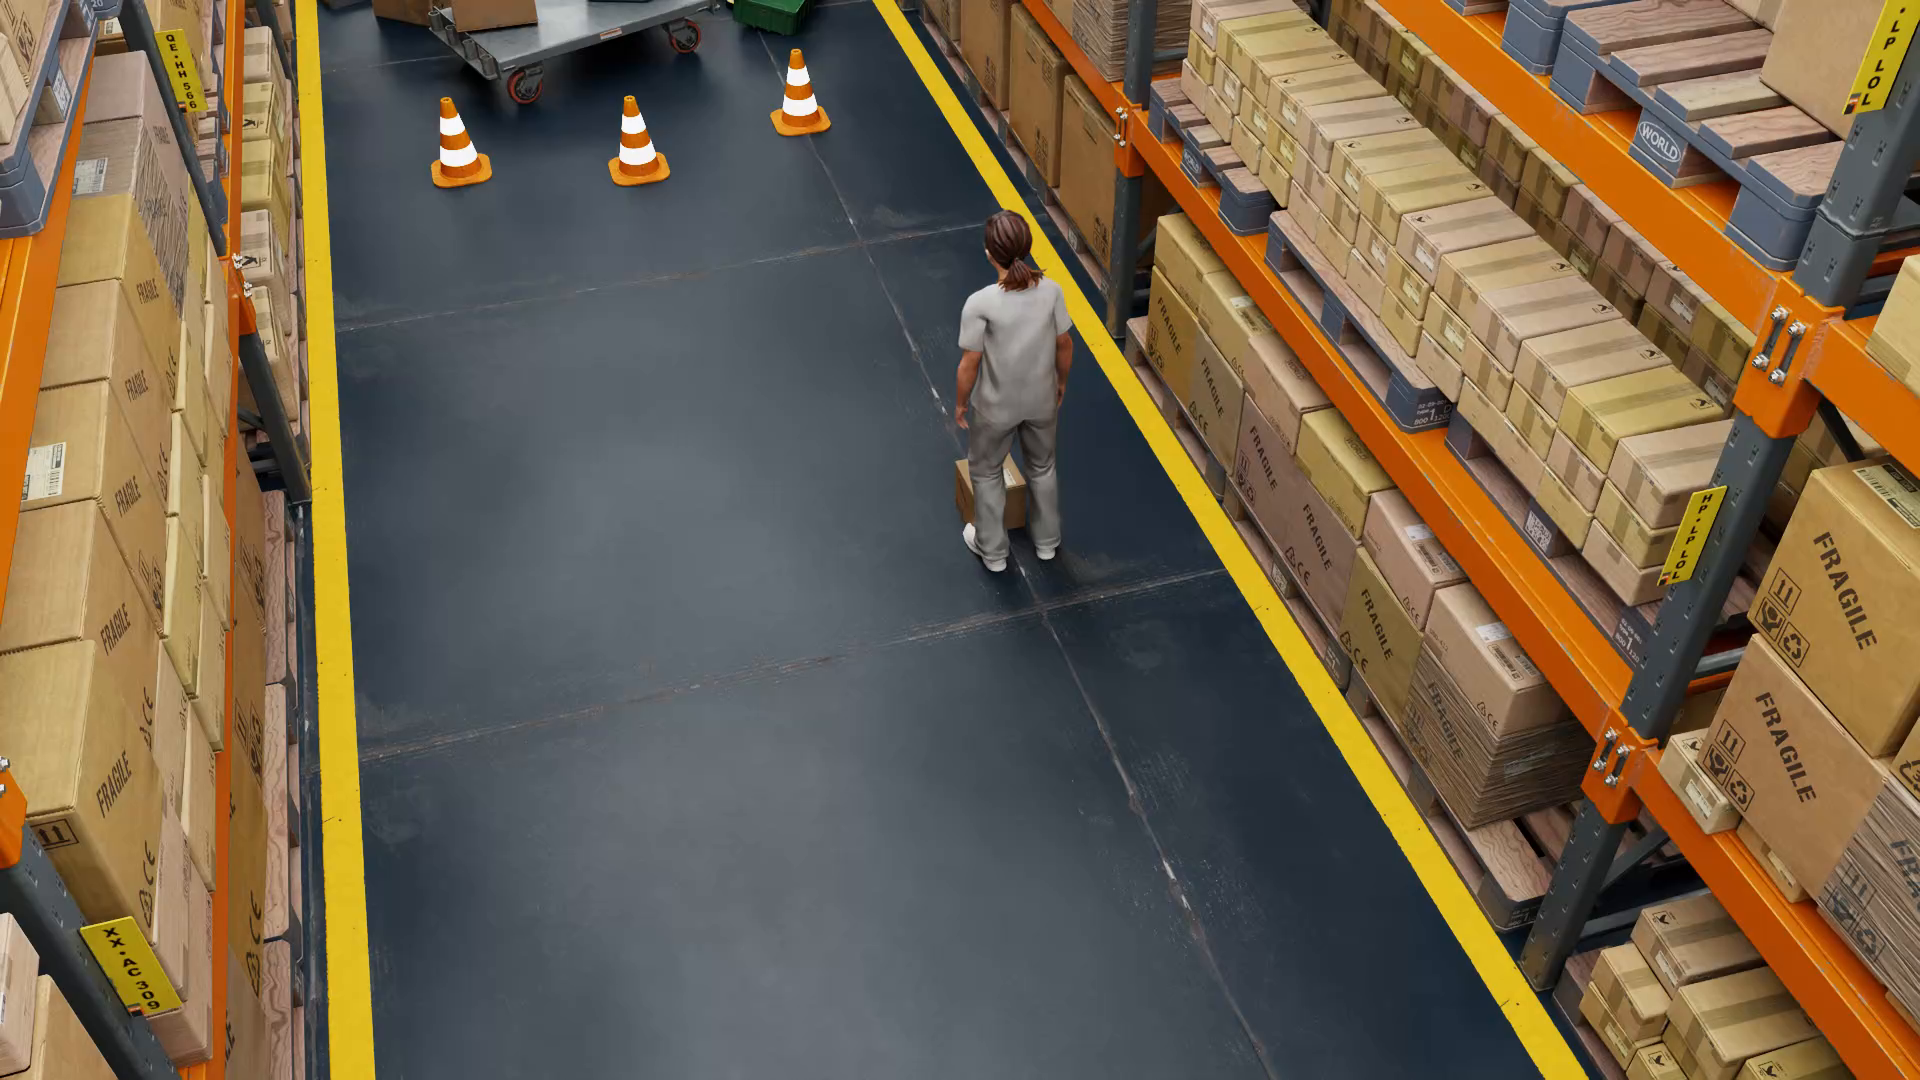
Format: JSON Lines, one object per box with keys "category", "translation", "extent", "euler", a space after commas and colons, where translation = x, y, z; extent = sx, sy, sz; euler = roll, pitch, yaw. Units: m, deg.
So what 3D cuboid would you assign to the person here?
{"category": "person", "translation": [0.217, -0.575, 6.791], "extent": [0.495, 1.672, 0.352], "euler": [-12, 44, -13]}
